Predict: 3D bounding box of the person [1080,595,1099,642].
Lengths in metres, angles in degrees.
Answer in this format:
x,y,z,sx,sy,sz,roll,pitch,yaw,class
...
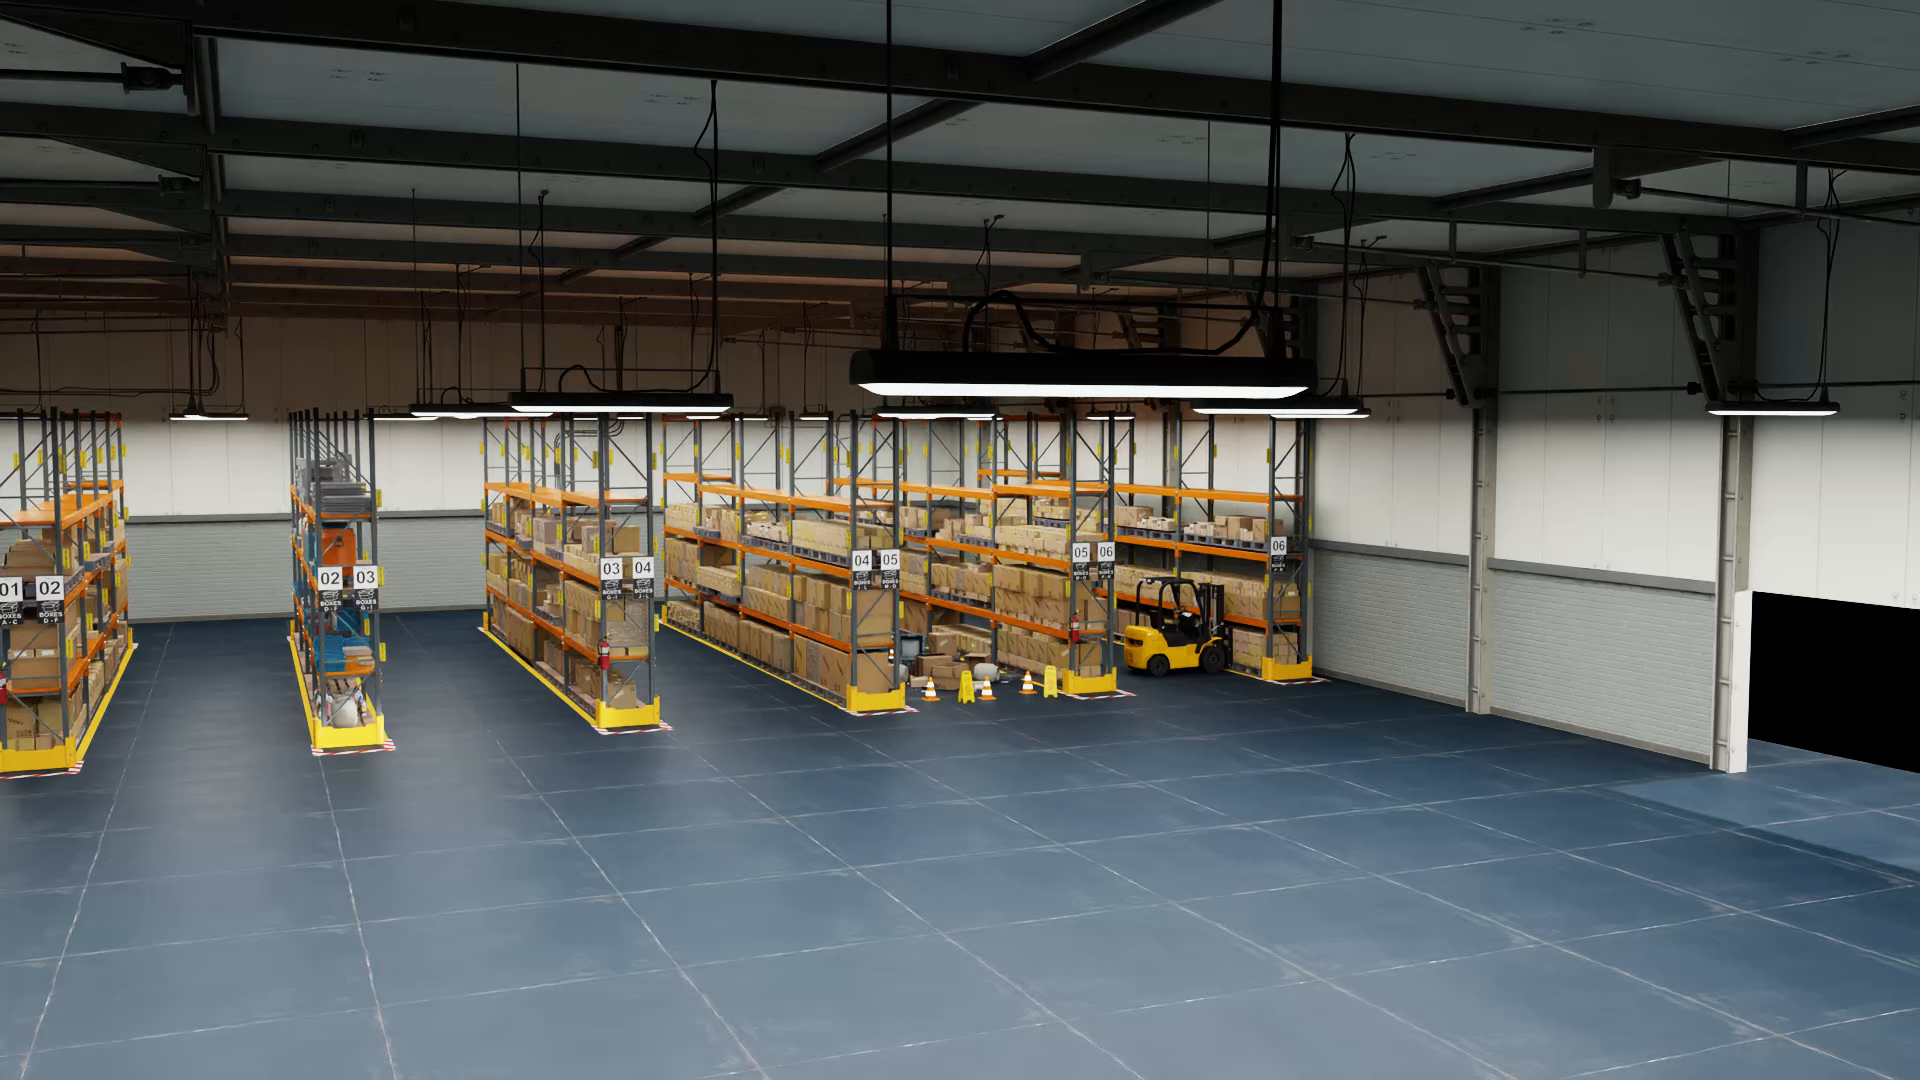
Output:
x,y,z,sx,sy,sz,roll,pitch,yaw,class
3.134,2.118,39.977,0.644,1.621,0.790,-2,4,-22,person

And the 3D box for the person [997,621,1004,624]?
x,y,z,sx,sy,sz,roll,pitch,yaw,class
1.099,1.616,47.361,0.372,1.612,0.446,2,4,26,person
